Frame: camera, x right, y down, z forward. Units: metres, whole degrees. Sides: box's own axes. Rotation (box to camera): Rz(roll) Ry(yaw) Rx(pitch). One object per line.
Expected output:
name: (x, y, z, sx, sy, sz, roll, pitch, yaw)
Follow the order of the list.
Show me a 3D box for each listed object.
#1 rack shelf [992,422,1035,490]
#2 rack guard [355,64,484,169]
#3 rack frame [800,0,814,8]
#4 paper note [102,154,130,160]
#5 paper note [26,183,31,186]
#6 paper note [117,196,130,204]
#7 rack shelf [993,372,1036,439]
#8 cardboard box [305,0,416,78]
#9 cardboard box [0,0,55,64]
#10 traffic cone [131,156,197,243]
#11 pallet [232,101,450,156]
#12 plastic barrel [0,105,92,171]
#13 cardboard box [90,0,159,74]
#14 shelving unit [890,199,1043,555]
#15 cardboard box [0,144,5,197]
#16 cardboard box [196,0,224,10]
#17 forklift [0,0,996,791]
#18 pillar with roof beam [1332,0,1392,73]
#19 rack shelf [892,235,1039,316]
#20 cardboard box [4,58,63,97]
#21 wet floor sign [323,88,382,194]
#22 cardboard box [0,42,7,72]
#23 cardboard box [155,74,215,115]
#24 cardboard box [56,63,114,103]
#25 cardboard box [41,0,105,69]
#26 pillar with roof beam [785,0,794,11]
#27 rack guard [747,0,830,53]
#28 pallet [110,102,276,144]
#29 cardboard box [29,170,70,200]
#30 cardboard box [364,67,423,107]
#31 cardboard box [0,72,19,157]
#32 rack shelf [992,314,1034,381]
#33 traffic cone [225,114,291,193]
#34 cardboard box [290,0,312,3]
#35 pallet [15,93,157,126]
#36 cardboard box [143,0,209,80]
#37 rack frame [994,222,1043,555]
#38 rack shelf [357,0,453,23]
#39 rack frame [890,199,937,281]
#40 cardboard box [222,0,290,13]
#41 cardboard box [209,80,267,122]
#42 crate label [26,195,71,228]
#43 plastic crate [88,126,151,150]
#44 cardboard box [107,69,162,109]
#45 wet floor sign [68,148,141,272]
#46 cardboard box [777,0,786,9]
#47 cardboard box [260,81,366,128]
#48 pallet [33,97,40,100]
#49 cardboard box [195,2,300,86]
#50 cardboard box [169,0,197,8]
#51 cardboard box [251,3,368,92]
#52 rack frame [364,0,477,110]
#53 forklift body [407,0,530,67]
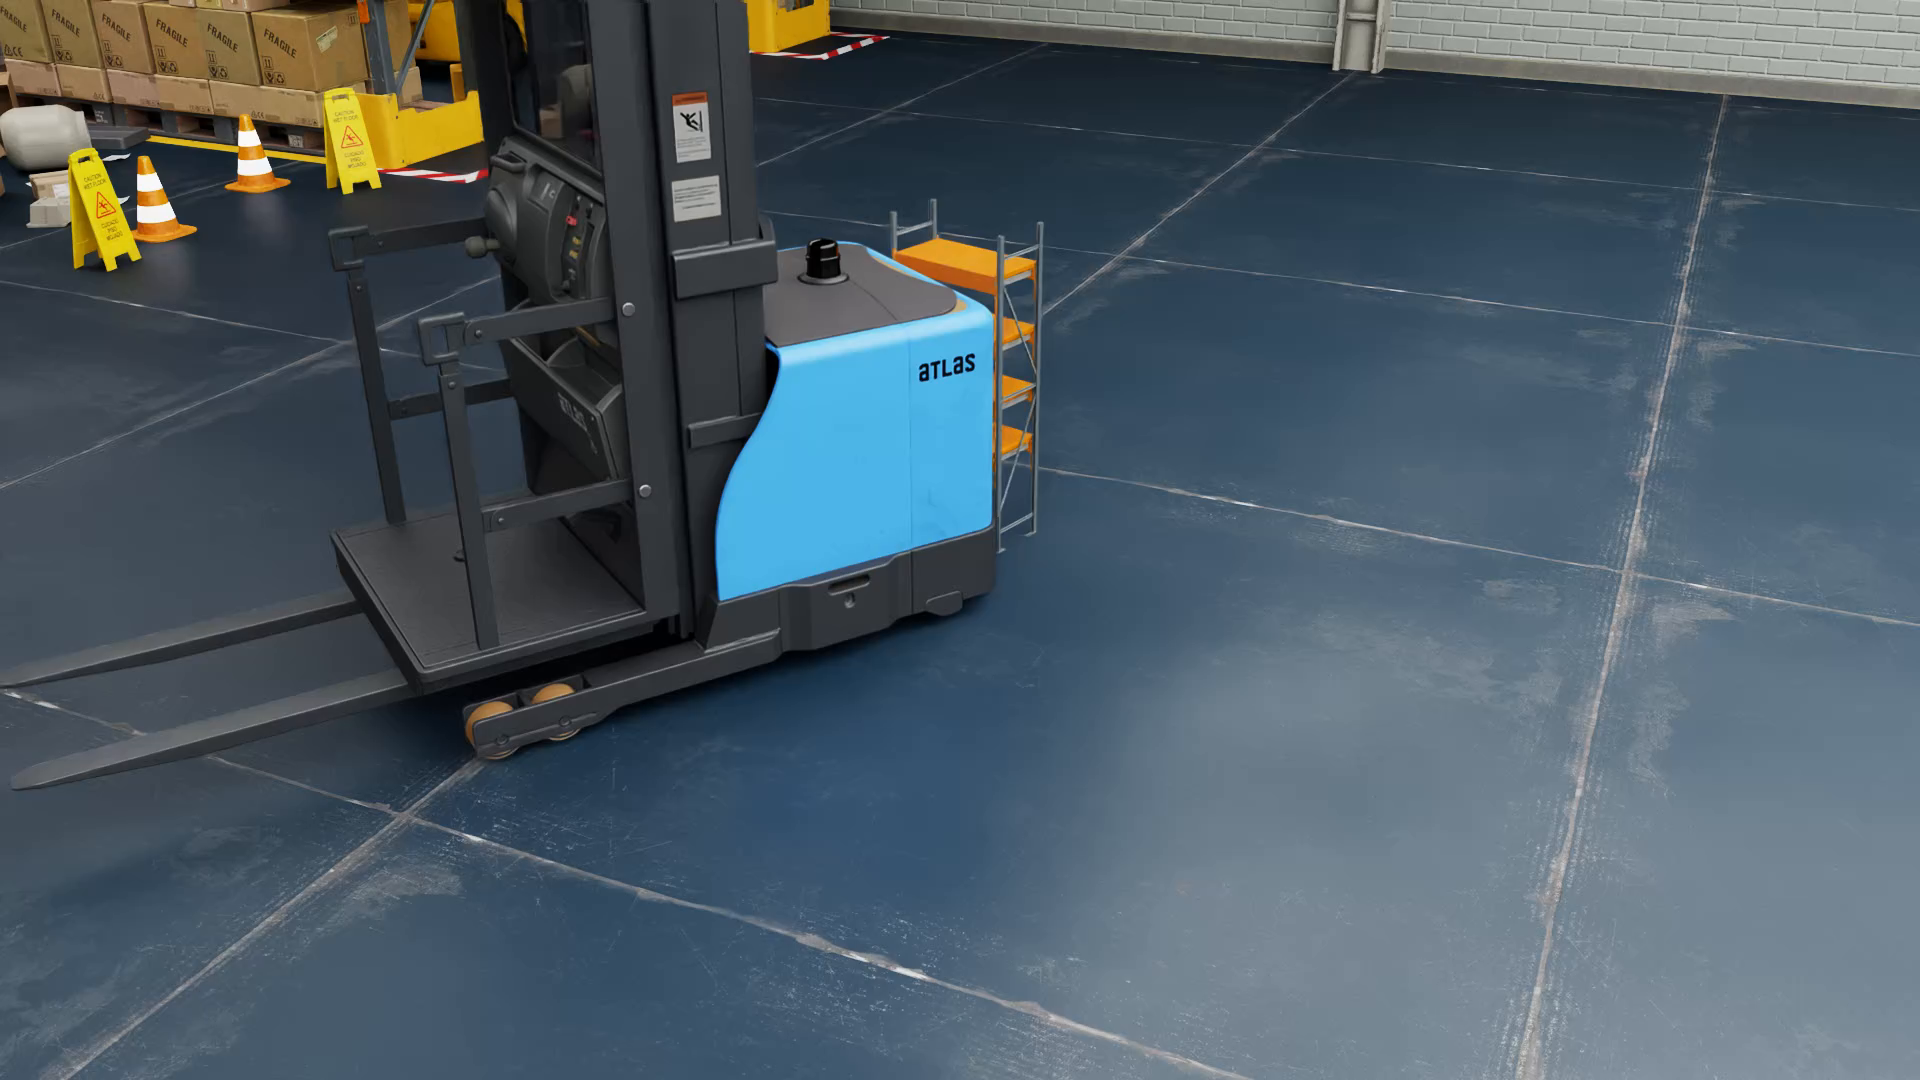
rack shelf: (0.020, -0.356, 6.217, 0.480, 0.148, 0.258, 20, 33, 35)
rack guard: (-3.794, -3.025, 11.829, 0.348, 0.500, 1.175, 11, 28, 22)
rack frame: (-1.673, -6.130, 15.304, 0.127, 3.000, 1.000, 11, 28, 22)
paper note: (-5.933, -2.694, 11.687, 0.148, 0.019, 0.142, 2, 26, 4)
paper note: (-6.120, -2.384, 11.070, 0.142, 0.019, 0.148, 23, 35, 39)
paper note: (-5.409, -2.173, 10.630, 0.142, 0.019, 0.148, 2, 26, 4)
rack shelf: (0.020, -0.534, 6.129, 0.480, 0.148, 0.258, 20, 33, 35)
cardboard box: (-4.366, -3.687, 12.131, 0.500, 0.500, 0.500, 10, 28, 20)
cardboard box: (-6.940, -3.939, 12.644, 0.500, 0.500, 0.500, 13, 29, 24)
traffic cone: (-4.800, -2.046, 9.882, 0.334, 0.463, 0.336, 11, 28, 22)
pallet: (-4.518, -3.059, 12.223, 1.213, 0.211, 1.003, 11, 28, 22)
plastic barrel: (-6.231, -2.746, 11.348, 0.512, 0.421, 0.421, -12, 29, -23)
cardboard box: (-5.977, -3.751, 12.260, 0.500, 0.500, 0.500, 13, 29, 24)
shelving unit: (0.020, -0.595, 6.099, 0.503, 1.200, 0.258, 20, 33, 35)
cardboard box: (-6.371, -2.316, 10.385, 0.637, 0.503, 0.797, -7, 27, -14)
cardboard box: (-5.151, -3.844, 11.716, 0.250, 0.149, 0.380, 12, 29, 23)
forklift: (-1.400, -0.932, 4.824, 3.031, 2.935, 1.130, -15, 30, -28)
pillar with roof beam: (1.746, -6.483, 9.229, 0.400, 9.000, 9.100, 11, 28, 22)
rack shelf: (0.020, -0.947, 5.926, 0.480, 0.148, 0.258, 20, 33, 35)
cardboard box: (-6.940, -3.603, 12.809, 0.500, 0.250, 0.500, 10, 28, 19)
wet floor sign: (-3.994, -2.612, 10.824, 0.232, 0.644, 0.267, 23, 35, 39)
cardboard box: (-7.844, -3.969, 13.415, 0.625, 0.372, 0.950, 12, 29, 22)
cardboard box: (-5.519, -3.319, 12.232, 0.500, 0.250, 0.500, 10, 28, 20)
cardboard box: (-6.450, -3.510, 12.620, 0.500, 0.250, 0.500, 13, 29, 25)
cardboard box: (-6.448, -3.846, 12.454, 0.500, 0.500, 0.500, 13, 29, 24)
pillar with roof beam: (-3.716, -7.580, 11.458, 0.400, 9.000, 9.100, 11, 28, 22)
rack guard: (-1.651, -5.004, 15.847, 0.348, 0.500, 1.175, 11, 28, 22)
pallet: (-5.625, -3.282, 12.678, 1.213, 0.211, 1.003, 11, 28, 22)
cardboard box: (-5.753, -2.281, 10.715, 0.380, 0.149, 0.250, -18, 31, -31)
cardboard box: (-4.344, -3.347, 12.289, 0.500, 0.250, 0.500, 11, 28, 21)
cardboard box: (-6.953, -3.001, 11.777, 0.500, 0.500, 0.500, -12, 29, -23)
rack shelf: (0.020, -0.735, 6.030, 0.480, 0.148, 0.258, 20, 33, 35)
traffic cone: (-4.650, -2.555, 10.915, 0.334, 0.463, 0.336, 11, 28, 22)
cardboard box: (-4.844, -3.781, 12.322, 0.500, 0.500, 0.500, 10, 28, 20)
pallet: (-6.740, -3.505, 13.130, 1.213, 0.211, 1.003, 11, 28, 22)
cardboard box: (-5.495, -3.655, 12.066, 0.500, 0.500, 0.500, 11, 28, 21)
rack frame: (0.208, -0.526, 5.959, 0.015, 1.200, 0.240, 20, 33, 35)
rack shelf: (-5.545, -4.176, 12.150, 4.000, 0.370, 1.077, 11, 28, 22)
rack frame: (-0.167, -0.663, 6.239, 0.015, 1.200, 0.240, 20, 33, 35)
cardboard box: (-4.924, -3.797, 11.620, 0.250, 0.149, 0.380, 12, 29, 23)
cardboard box: (-5.040, -3.225, 12.043, 0.500, 0.250, 0.500, 11, 28, 22)
crate label: (-5.541, -2.019, 10.196, 0.298, 0.136, 0.250, -2, 26, -5)
plastic crate: (-6.276, -2.938, 12.126, 0.583, 0.080, 0.402, 2, 26, 4)
cardboard box: (-5.966, -3.414, 12.425, 0.500, 0.250, 0.500, 11, 28, 21)
wet floor sign: (-4.835, -1.859, 9.295, 0.232, 0.644, 0.267, 6, 27, 13)
cardboard box: (-2.039, -5.253, 16.161, 0.500, 0.250, 0.500, 11, 28, 22)
cardboard box: (-4.593, -3.132, 11.853, 0.500, 0.250, 0.500, 11, 28, 22)
pallet: (-8.075, -3.755, 13.638, 1.213, 0.211, 1.003, 11, 28, 22)
cardboard box: (-5.038, -3.560, 11.873, 0.500, 0.500, 0.500, 12, 29, 24)
cardboard box: (-5.390, -3.893, 11.816, 0.250, 0.149, 0.380, 13, 29, 24)
cardboard box: (-4.562, -3.466, 11.682, 0.500, 0.500, 0.500, 12, 28, 22)
rack frame: (-3.724, -4.133, 11.249, 0.127, 3.000, 1.000, 11, 28, 22)
forklift body: (-4.155, -5.362, 14.706, 1.214, 2.155, 2.313, 11, 28, 22)
